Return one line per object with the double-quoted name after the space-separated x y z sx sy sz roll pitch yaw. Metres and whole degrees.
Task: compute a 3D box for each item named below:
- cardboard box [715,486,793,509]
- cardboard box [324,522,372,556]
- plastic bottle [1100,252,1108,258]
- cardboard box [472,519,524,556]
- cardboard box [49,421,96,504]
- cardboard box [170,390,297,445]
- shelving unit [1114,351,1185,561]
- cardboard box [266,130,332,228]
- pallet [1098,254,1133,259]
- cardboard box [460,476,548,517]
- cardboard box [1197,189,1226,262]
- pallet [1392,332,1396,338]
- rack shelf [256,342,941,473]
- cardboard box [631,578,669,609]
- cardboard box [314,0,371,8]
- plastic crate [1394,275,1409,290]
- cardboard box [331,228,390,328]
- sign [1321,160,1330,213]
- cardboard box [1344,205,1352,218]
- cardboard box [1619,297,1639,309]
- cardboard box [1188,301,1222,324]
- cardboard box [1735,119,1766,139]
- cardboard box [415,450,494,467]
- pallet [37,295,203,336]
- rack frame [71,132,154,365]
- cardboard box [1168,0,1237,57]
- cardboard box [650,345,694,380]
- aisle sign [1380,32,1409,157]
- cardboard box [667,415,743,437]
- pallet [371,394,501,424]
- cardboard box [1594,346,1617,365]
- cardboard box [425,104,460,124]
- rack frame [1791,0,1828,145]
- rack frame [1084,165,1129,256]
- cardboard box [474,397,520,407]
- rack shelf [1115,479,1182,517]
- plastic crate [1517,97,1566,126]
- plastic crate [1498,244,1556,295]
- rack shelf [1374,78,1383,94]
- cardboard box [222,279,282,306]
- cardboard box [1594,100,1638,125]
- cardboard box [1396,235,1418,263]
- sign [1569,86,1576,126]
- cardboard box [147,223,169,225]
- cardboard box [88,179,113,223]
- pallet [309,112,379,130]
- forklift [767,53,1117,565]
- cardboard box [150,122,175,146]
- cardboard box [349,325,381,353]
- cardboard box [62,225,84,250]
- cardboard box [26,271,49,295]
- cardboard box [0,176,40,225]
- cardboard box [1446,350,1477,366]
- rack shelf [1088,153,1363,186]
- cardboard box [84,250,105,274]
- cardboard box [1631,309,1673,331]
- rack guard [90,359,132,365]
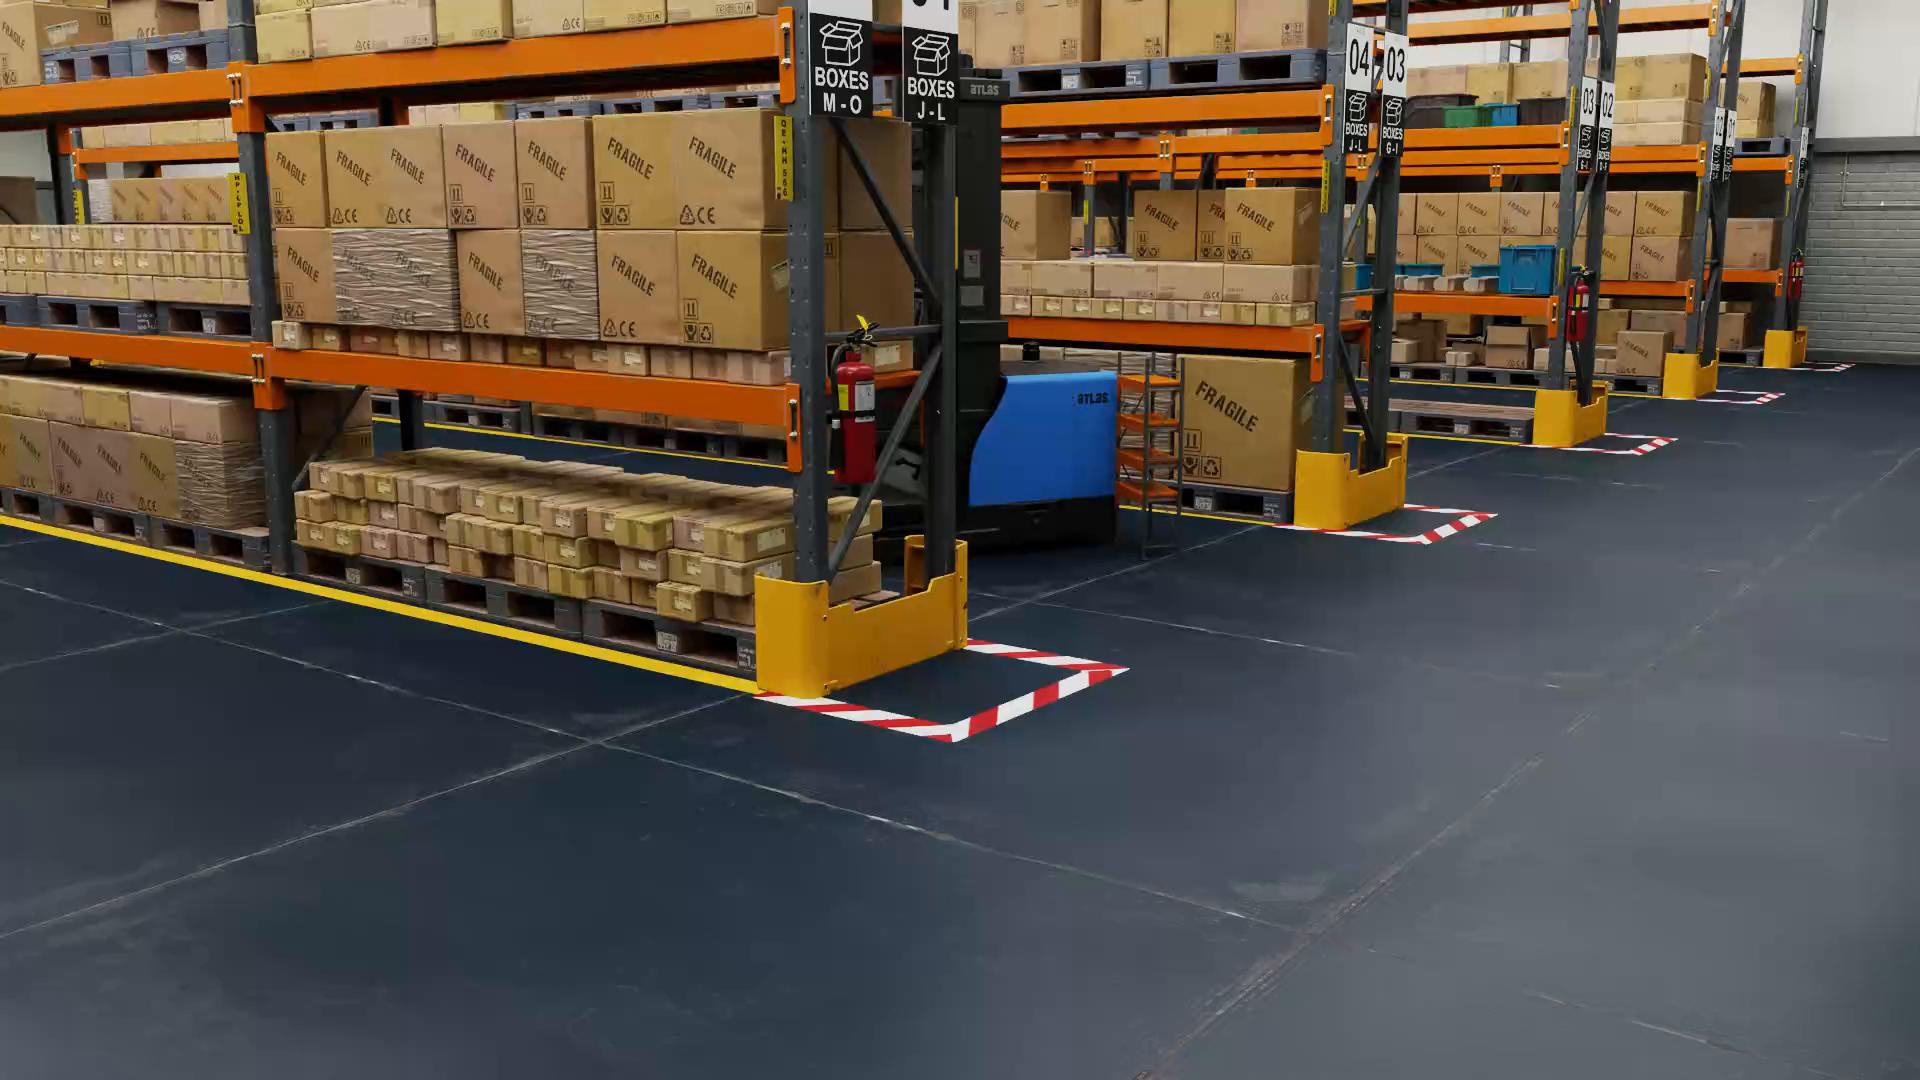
-1.004 -0.163 8.311 0.250 0.149 0.380 8 13 35 "cardboard box"
-3.269 -0.030 9.186 0.250 0.149 0.380 8 14 37 "cardboard box"
1.513 -2.900 17.755 0.185 0.351 0.144 8 13 36 "plastic bottle"
-2.236 -0.034 8.427 0.250 0.149 0.380 8 14 36 "cardboard box"
-5.568 -0.540 10.900 0.500 0.500 0.500 8 13 34 "cardboard box"
-4.336 -0.735 9.934 0.500 0.250 0.500 8 13 34 "cardboard box"
1.139 -0.517 10.042 0.258 1.200 0.503 -3 11 -14 "shelving unit"
-3.367 -1.941 8.987 0.500 0.500 0.500 8 14 37 "cardboard box"
2.661 -3.897 23.283 1.003 0.211 1.213 8 13 36 "pallet"
-2.362 -0.225 8.631 0.250 0.149 0.380 7 13 33 "cardboard box"
2.025 -2.233 11.815 0.500 0.500 0.500 8 13 34 "cardboard box"
6.573 -3.209 26.563 1.213 0.211 1.003 8 13 36 "pallet"
-1.974 -0.765 8.481 4.000 0.370 1.077 8 13 36 "rack shelf"
-1.339 0.217 7.913 0.250 0.149 0.380 8 13 35 "cardboard box"
-2.942 -2.840 8.494 0.500 0.250 0.500 8 13 35 "cardboard box"
4.109 -2.456 15.866 0.250 0.136 0.298 8 13 36 "plastic crate"
-2.933 -1.389 8.768 0.500 0.500 0.500 8 13 36 "cardboard box"
2.323 -2.245 10.563 0.005 0.325 0.100 8 13 36 "sign"
6.055 -5.182 26.347 0.500 0.250 0.500 8 14 36 "cardboard box"
9.820 -3.465 24.308 0.250 0.149 0.380 8 13 35 "cardboard box"
1.760 -1.565 11.384 0.250 0.149 0.380 8 14 36 "cardboard box"
10.703 -5.612 22.772 0.500 0.250 0.500 8 14 37 "cardboard box"
-2.916 -0.419 9.632 0.250 0.149 0.380 8 14 36 "cardboard box"
-5.191 -1.482 10.800 1.213 0.211 1.003 8 13 36 "pallet"
-10.241 -3.440 20.415 0.127 3.000 1.000 8 13 36 "rack frame"
1.822 -3.550 11.455 0.500 0.500 0.700 7 13 33 "cardboard box"
-1.182 -0.823 7.548 0.250 0.149 0.380 8 13 35 "cardboard box"
2.891 -2.956 11.066 0.004 0.787 0.394 8 13 36 "aisle sign"
-1.817 -1.423 14.478 0.875 0.875 1.225 7 13 34 "cardboard box"
-5.401 -1.397 17.196 1.213 0.211 1.003 8 13 36 "pallet"
7.848 -2.184 20.004 0.500 0.250 0.500 8 13 36 "cardboard box"
-4.729 -4.009 15.855 0.500 0.250 0.500 8 13 35 "cardboard box"
11.451 -6.862 22.306 0.127 3.000 1.000 8 13 36 "rack frame"
2.074 -4.057 23.603 0.127 3.000 1.000 8 13 36 "rack frame"
-4.345 -1.602 16.335 0.500 0.500 0.700 7 13 33 "cardboard box"
1.139 -0.256 10.092 0.258 0.148 0.480 -3 11 -14 "rack shelf"
5.441 -3.894 15.208 0.590 0.269 0.497 8 13 36 "plastic crate"
5.206 -2.456 15.074 0.499 0.435 0.616 8 13 36 "plastic crate"
6.615 -6.987 25.899 4.000 0.370 1.077 8 13 36 "rack shelf"
-4.024 -1.440 9.633 0.250 0.149 0.380 8 13 34 "cardboard box"
7.553 -4.877 19.023 0.500 0.250 0.500 8 13 36 "cardboard box"
5.547 -3.557 20.757 0.500 0.500 0.500 8 14 37 "cardboard box"
5.274 -3.735 14.317 0.005 0.325 0.100 8 13 36 "sign"
-8.963 -3.469 19.516 0.500 0.500 0.875 8 13 36 "cardboard box"
-9.959 -4.023 19.747 0.500 0.500 0.500 8 13 36 "cardboard box"
-5.745 -4.169 16.780 1.003 0.211 1.213 8 13 36 "pallet"
-0.567 -1.390 9.999 3.031 2.935 1.130 -5 12 -24 "forklift"
-8.767 -4.574 18.776 0.500 0.250 0.500 8 14 37 "cardboard box"
-3.054 -1.098 8.971 0.250 0.149 0.380 7 13 33 "cardboard box"
-5.492 -1.939 10.643 0.250 0.149 0.380 8 14 37 "cardboard box"
-5.917 -1.704 10.996 0.250 0.149 0.380 9 14 38 "cardboard box"
-7.166 -2.385 12.064 0.500 0.500 0.700 8 13 35 "cardboard box"
6.211 -2.256 20.596 0.250 0.166 0.380 8 13 36 "cardboard box"
3.686 -4.952 22.224 4.000 0.370 1.077 8 13 36 "rack shelf"
-5.281 -1.762 10.515 0.250 0.149 0.380 9 14 38 "cardboard box"
10.018 -3.071 23.984 0.500 0.500 0.700 7 13 34 "cardboard box"
-10.180 -2.204 20.608 0.348 0.500 1.175 8 13 36 "rack guard"
